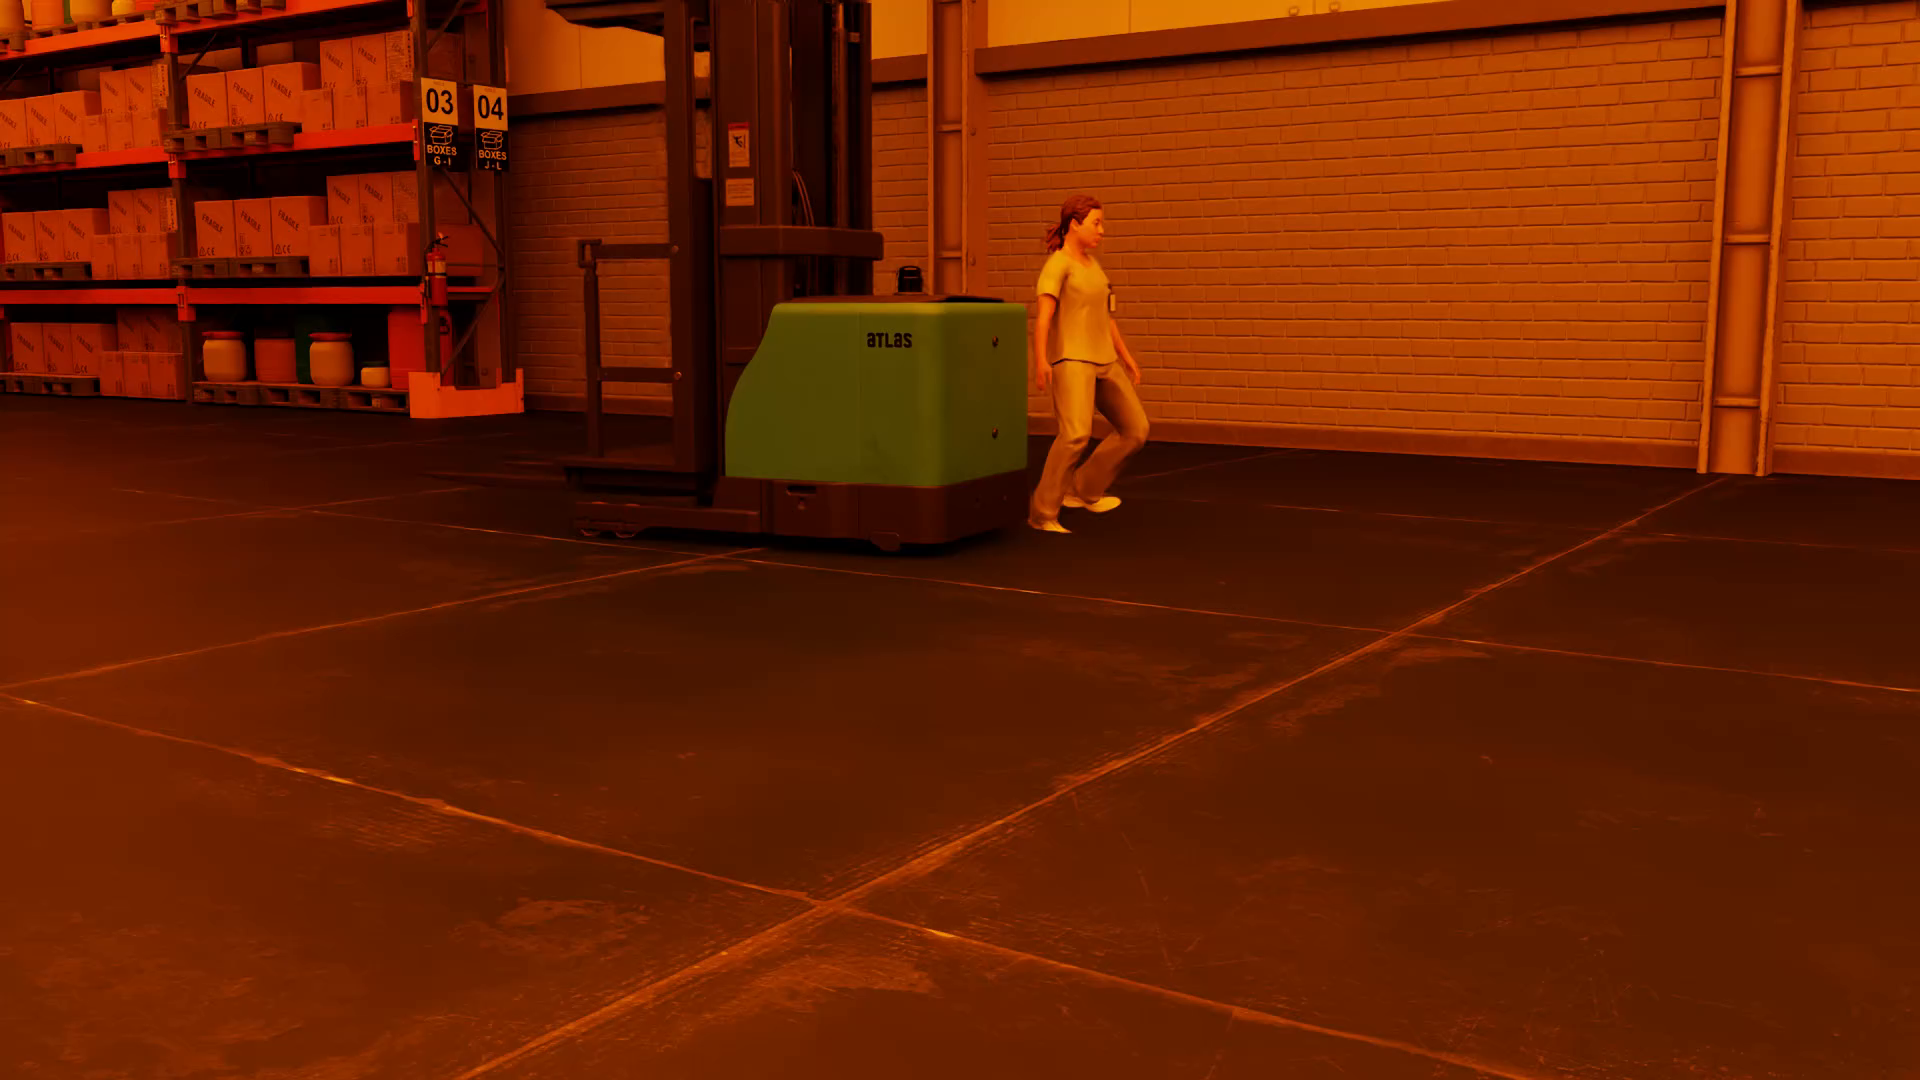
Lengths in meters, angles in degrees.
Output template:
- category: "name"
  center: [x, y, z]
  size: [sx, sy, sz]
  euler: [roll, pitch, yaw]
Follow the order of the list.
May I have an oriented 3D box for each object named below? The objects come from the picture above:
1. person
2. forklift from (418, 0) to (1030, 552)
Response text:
- category: "person"
  center: [0.571, -0.829, 8.004]
  size: [0.441, 1.633, 0.730]
  euler: [8, 11, 44]
- category: "forklift"
  center: [-1.227, -1.517, 7.860]
  size: [3.031, 2.935, 1.130]
  euler: [4, 9, 25]
